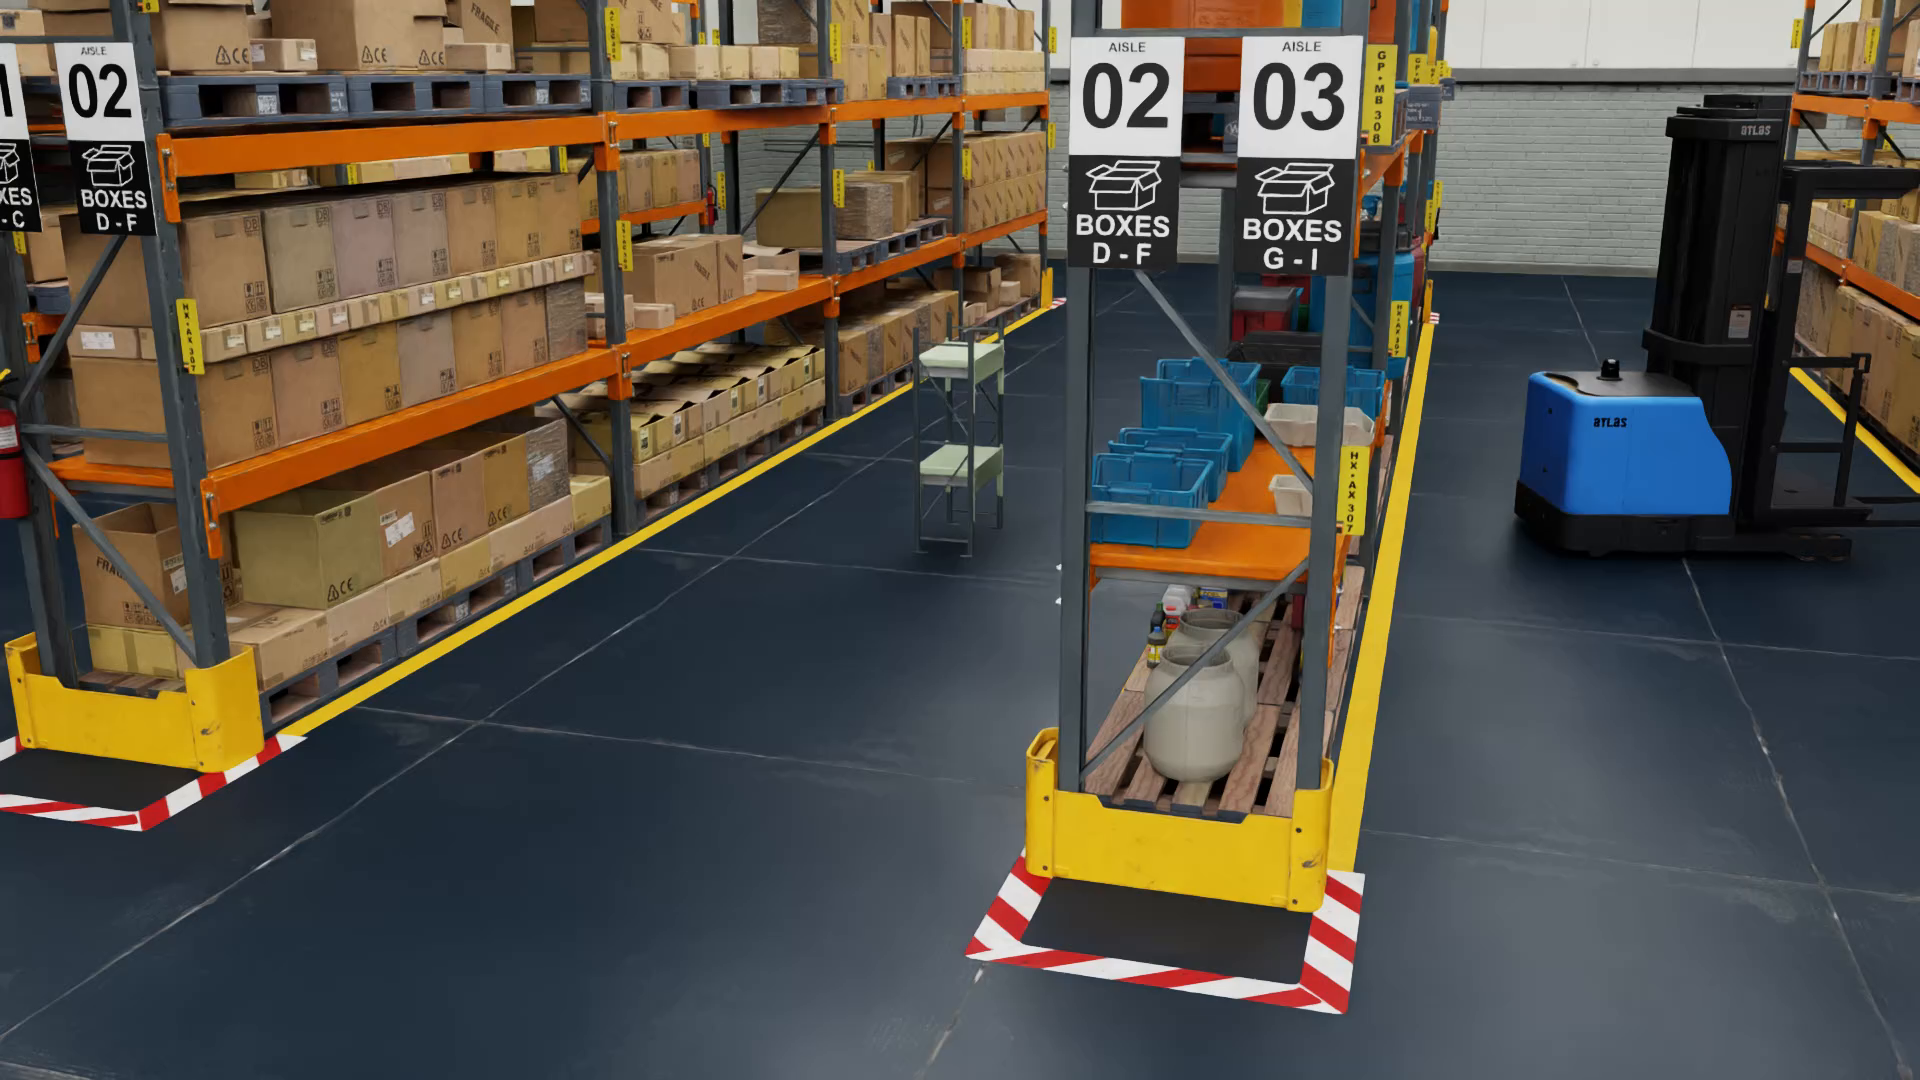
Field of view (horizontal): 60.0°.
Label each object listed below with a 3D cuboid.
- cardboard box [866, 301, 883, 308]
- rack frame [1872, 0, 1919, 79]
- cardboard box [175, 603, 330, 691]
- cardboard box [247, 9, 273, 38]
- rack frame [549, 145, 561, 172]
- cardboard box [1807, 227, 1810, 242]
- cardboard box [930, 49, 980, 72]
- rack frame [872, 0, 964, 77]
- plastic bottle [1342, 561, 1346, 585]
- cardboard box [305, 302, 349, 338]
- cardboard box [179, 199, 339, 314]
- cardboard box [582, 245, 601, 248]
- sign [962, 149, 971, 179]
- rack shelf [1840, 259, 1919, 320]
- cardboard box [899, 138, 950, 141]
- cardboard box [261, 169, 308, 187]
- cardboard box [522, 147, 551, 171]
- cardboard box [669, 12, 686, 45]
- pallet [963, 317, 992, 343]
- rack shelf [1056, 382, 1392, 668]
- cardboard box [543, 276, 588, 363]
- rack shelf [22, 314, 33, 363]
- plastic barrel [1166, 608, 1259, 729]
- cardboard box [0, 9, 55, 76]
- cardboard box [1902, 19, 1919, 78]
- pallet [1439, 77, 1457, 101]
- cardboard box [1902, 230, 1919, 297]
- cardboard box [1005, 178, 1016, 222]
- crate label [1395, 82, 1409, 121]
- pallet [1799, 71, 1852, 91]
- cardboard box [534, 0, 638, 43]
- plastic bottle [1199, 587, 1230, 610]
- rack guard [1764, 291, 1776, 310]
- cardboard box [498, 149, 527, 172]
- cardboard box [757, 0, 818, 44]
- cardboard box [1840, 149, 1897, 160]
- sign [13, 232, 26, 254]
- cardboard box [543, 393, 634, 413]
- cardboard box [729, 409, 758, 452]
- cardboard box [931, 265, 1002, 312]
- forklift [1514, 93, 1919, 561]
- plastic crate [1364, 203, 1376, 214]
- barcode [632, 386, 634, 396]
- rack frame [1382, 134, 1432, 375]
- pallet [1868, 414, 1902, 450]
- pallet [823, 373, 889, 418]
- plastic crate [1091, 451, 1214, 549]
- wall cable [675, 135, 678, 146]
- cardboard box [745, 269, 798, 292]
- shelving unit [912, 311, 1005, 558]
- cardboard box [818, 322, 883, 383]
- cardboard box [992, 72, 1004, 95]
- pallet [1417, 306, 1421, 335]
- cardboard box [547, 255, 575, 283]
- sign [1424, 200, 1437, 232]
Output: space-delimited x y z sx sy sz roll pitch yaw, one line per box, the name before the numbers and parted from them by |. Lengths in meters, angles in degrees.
cardboard box | -1.120 -2.243 17.515 0.500 0.500 0.500 5 17 17
rack frame | 9.038 -5.729 15.037 1.000 3.000 0.127 5 16 16
cardboard box | -3.504 0.525 8.250 0.500 0.250 0.500 5 16 16
cardboard box | -3.637 -2.609 8.672 0.500 0.311 0.500 7 17 22
rack frame | -5.210 -3.995 19.918 1.000 3.000 0.127 5 16 16
cardboard box | 9.321 -3.299 17.923 0.380 0.149 0.250 4 16 14
cardboard box | -0.083 -5.331 18.491 0.500 0.250 0.500 5 16 16
rack frame | -0.459 -6.498 17.749 1.000 3.000 0.127 5 16 16
plastic bottle | 2.195 0.113 9.607 0.061 0.283 0.133 5 17 19
cardboard box | -3.333 -1.119 8.406 0.380 0.149 0.250 4 16 15
cardboard box | -3.565 -1.418 8.270 0.700 0.500 0.500 4 16 14
cardboard box | -4.836 -3.745 21.658 0.380 0.149 0.250 5 17 16
sign | 0.074 -4.127 18.261 0.100 0.325 0.005 5 16 16
rack shelf | 8.469 -1.974 14.109 1.077 0.370 4.000 5 16 16
cardboard box | -0.421 -4.428 19.428 0.500 0.500 0.500 4 16 15
cardboard box | -6.416 -3.428 15.740 0.380 0.149 0.250 2 16 9
cardboard box | -5.097 -4.415 19.258 0.500 0.250 0.500 5 17 17
cardboard box | -4.019 -6.811 22.296 0.500 0.500 0.500 5 16 16
pallet | -0.263 -2.450 19.581 1.003 0.211 1.213 5 16 16
rack shelf | 1.447 -0.265 8.084 1.077 0.370 4.000 5 16 16
cardboard box | -2.853 -1.451 10.763 0.700 0.500 0.500 4 16 14
rack shelf | -8.051 -1.033 10.792 1.077 0.370 4.000 5 16 16
plastic barrel | 1.135 0.598 7.513 0.421 0.512 0.421 0 16 0
cardboard box | -7.251 -3.732 12.541 0.500 0.500 0.500 7 17 24
cardboard box | 8.882 -4.384 14.837 0.700 0.500 0.500 5 17 17
pallet | 4.160 -4.367 16.076 1.213 0.211 1.003 5 16 16
cardboard box | 8.095 -2.259 13.613 0.500 0.500 0.500 4 16 14
cardboard box | 0.377 -4.170 20.353 0.500 0.500 0.500 4 16 15
crate label | 1.727 -1.923 7.388 0.502 0.251 0.408 5 16 16
pallet | 9.974 -5.095 18.461 1.003 0.211 1.213 5 16 16
cardboard box | -2.519 -3.611 11.198 0.500 0.500 0.500 5 17 17
plastic bottle | 1.363 0.309 8.927 0.152 0.276 0.135 5 16 16
rack guard | 10.181 -2.693 19.908 1.175 0.500 0.348 5 16 16
cardboard box | -5.252 -4.282 18.789 0.500 0.250 0.500 5 17 17
cardboard box | -1.466 -4.651 14.719 0.500 0.500 0.500 5 16 16
cardboard box | 10.288 -4.173 18.901 0.500 0.500 0.500 5 17 17
sign | -6.961 -2.279 12.280 0.100 0.325 0.005 5 16 16
cardboard box | -2.751 -0.933 12.363 0.500 0.311 0.500 5 17 17
cardboard box | -1.944 -0.887 13.229 0.500 0.250 0.500 5 17 17
cardboard box | 0.070 -3.115 20.582 0.797 0.503 0.637 5 16 16
forklift | 5.430 -1.417 10.954 3.031 2.935 1.130 0 16 0
plastic crate | 4.666 -3.838 19.561 0.416 0.233 0.300 5 16 16
barcode | -2.261 -1.025 11.460 0.001 0.075 0.075 5 16 16
rack frame | 4.289 -3.227 17.209 1.000 3.000 0.127 5 16 16
pallet | 8.546 -0.973 14.375 1.003 0.211 1.213 5 16 16
pallet | -1.347 -1.416 15.936 1.003 0.211 1.213 5 16 16
plastic crate | 0.734 -0.170 6.705 0.499 0.251 0.616 5 16 16
wall cable | -4.616 -5.939 24.909 0.084 1.984 1.851 5 16 16
cardboard box | -1.587 -2.188 14.007 0.380 0.149 0.250 5 16 16
shelving unit | -0.002 -0.720 11.119 0.431 1.500 0.755 5 16 16
cardboard box | -1.049 -1.809 15.985 0.500 0.500 0.500 4 16 14
cardboard box | 0.206 -5.352 19.480 0.500 0.250 0.500 5 16 16
pallet | 5.154 -2.719 20.529 1.003 0.211 1.213 5 16 16
cardboard box | -2.677 -1.727 10.549 0.380 0.149 0.250 4 16 15
sign | 4.816 -3.317 17.020 0.100 0.325 0.005 5 16 16
